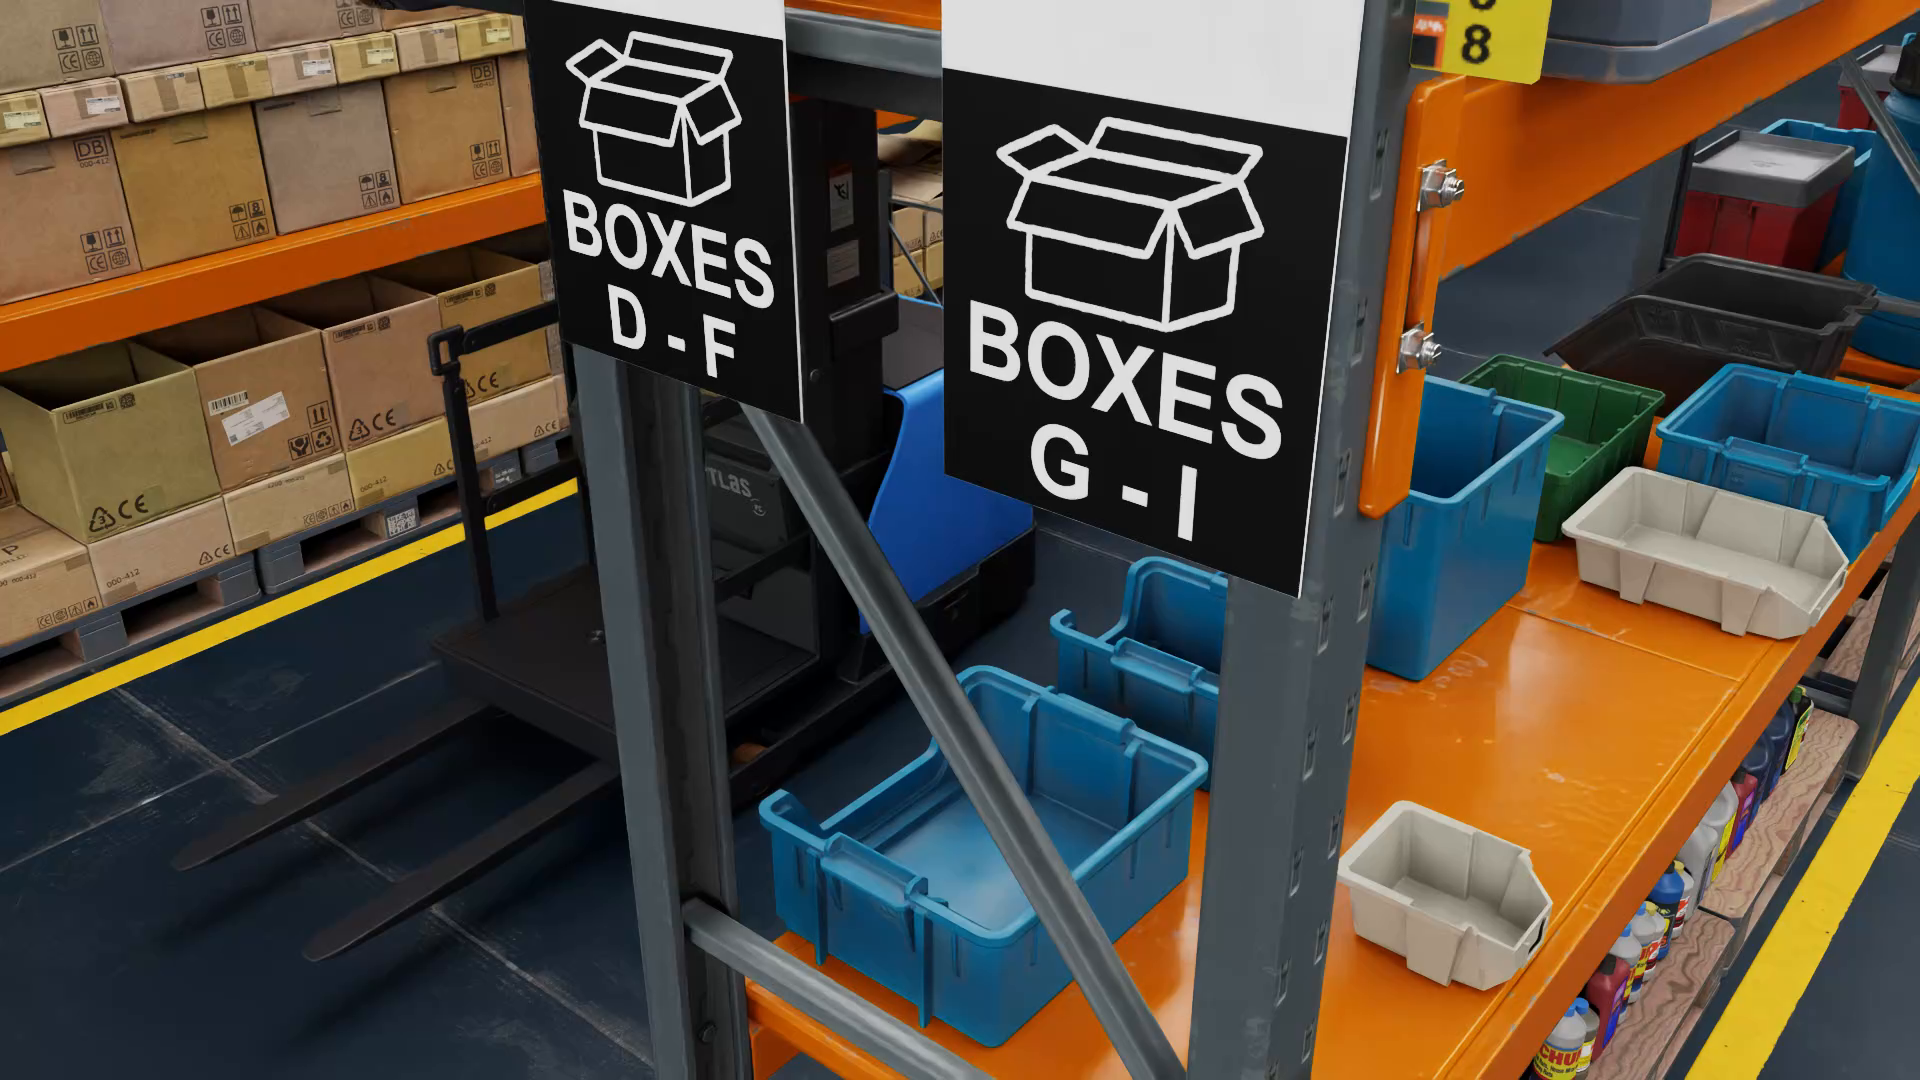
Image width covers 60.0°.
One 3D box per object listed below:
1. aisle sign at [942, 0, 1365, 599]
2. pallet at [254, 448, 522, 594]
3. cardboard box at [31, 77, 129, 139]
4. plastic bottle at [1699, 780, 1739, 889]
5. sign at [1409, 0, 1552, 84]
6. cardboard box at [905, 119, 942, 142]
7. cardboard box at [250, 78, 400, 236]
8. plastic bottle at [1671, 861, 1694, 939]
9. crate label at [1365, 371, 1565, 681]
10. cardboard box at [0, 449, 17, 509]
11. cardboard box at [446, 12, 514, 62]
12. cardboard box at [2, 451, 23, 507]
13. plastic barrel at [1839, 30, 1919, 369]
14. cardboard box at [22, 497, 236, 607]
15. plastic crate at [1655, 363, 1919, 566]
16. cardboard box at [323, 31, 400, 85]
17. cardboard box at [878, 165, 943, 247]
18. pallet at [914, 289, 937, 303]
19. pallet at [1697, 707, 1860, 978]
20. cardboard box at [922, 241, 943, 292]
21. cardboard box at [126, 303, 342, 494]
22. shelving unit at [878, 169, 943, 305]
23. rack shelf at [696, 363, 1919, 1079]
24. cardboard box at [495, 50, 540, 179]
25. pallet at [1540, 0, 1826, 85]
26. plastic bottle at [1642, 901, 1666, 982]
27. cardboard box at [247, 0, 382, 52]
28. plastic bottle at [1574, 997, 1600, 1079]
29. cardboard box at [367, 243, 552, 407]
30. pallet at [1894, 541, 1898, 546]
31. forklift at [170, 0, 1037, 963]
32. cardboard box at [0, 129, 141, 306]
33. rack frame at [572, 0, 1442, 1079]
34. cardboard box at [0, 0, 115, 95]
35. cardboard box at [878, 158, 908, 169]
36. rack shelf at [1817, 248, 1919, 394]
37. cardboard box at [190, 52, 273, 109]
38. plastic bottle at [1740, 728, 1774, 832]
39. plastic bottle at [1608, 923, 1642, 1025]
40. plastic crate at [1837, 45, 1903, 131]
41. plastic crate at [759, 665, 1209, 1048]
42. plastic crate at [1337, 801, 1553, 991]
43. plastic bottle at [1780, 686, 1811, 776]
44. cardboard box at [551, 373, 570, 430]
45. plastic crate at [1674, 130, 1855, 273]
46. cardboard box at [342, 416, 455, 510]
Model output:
[{"bbox_3d":[0.137,-0.358,1.348,0.394,0.787,0.004,21,34,34],"label":"aisle sign"},{"bbox_3d":[-2.632,-0.239,6.982,1.003,0.211,1.213,21,34,34],"label":"pallet"},{"bbox_3d":[-2.959,-1.443,5.460,0.380,0.149,0.250,20,34,34],"label":"cardboard box"},{"bbox_3d":[1.987,0.744,4.452,0.144,0.351,0.185,21,34,34],"label":"plastic bottle"},{"bbox_3d":[0.379,-0.488,1.155,0.100,0.325,0.005,21,34,34],"label":"sign"},{"bbox_3d":[0.012,-2.345,9.944,0.500,0.311,0.500,20,33,33],"label":"cardboard box"},{"bbox_3d":[-2.573,-1.519,6.313,0.700,0.500,0.500,22,35,36],"label":"cardboard box"},{"bbox_3d":[1.826,0.916,4.281,0.097,0.201,0.097,0,27,0],"label":"plastic bottle"},{"bbox_3d":[0.919,-0.062,3.566,0.502,0.435,0.616,21,34,34],"label":"crate label"},{"bbox_3d":[-3.751,-0.339,5.860,0.500,0.500,0.500,21,34,34],"label":"cardboard box"},{"bbox_3d":[-1.975,-1.995,6.527,0.380,0.149,0.250,21,34,34],"label":"cardboard box"},{"bbox_3d":[-3.441,-0.186,6.380,0.500,0.250,0.500,21,34,34],"label":"cardboard box"},{"bbox_3d":[2.981,-1.004,4.880,0.600,0.901,0.708,21,34,34],"label":"plastic barrel"},{"bbox_3d":[-3.035,-0.032,6.083,0.500,0.250,0.500,21,34,34],"label":"cardboard box"},{"bbox_3d":[2.007,-0.195,4.024,0.499,0.251,0.616,21,34,34],"label":"plastic crate"},{"bbox_3d":[-2.302,-1.810,6.170,0.380,0.149,0.250,22,35,36],"label":"cardboard box"},{"bbox_3d":[-0.213,-1.829,8.947,0.500,0.311,0.500,19,33,33],"label":"cardboard box"},{"bbox_3d":[-0.880,-1.216,8.870,1.003,0.211,1.213,21,34,34],"label":"pallet"},{"bbox_3d":[2.042,0.732,5.105,1.003,0.211,1.213,21,34,34],"label":"pallet"},{"bbox_3d":[-0.217,-1.583,9.080,0.500,0.250,0.500,20,33,33],"label":"cardboard box"},{"bbox_3d":[-2.725,-0.546,6.259,0.500,0.500,0.500,21,34,34],"label":"cardboard box"},{"bbox_3d":[0.210,-0.814,6.690,0.538,1.500,1.048,19,33,32],"label":"shelving unit"},{"bbox_3d":[1.229,0.296,3.696,1.077,0.370,4.000,21,34,34],"label":"rack shelf"},{"bbox_3d":[-1.926,-1.878,7.007,0.700,0.500,0.500,20,34,34],"label":"cardboard box"},{"bbox_3d":[0.559,-0.827,2.026,1.003,0.211,1.213,21,34,34],"label":"pallet"},{"bbox_3d":[1.695,0.989,4.140,0.097,0.201,0.097,0,27,0],"label":"plastic bottle"},{"bbox_3d":[-2.553,-2.109,6.042,0.700,0.500,0.500,21,34,34],"label":"cardboard box"},{"bbox_3d":[1.417,1.145,3.839,0.097,0.201,0.097,0,27,0],"label":"plastic bottle"},{"bbox_3d":[-2.087,-0.899,6.943,0.500,0.500,0.500,21,34,34],"label":"cardboard box"},{"bbox_3d":[3.747,-0.218,6.942,1.003,0.211,1.213,21,34,34],"label":"pallet"},{"bbox_3d":[-0.996,-0.686,4.886,1.130,2.935,3.031,19,33,32],"label":"forklift"},{"bbox_3d":[-3.226,-1.157,5.613,0.700,0.500,0.500,22,34,36],"label":"cardboard box"},{"bbox_3d":[-0.040,0.687,2.158,0.949,2.616,0.053,21,34,34],"label":"rack frame"},{"bbox_3d":[-3.192,-1.753,5.352,0.700,0.500,0.500,20,33,33],"label":"cardboard box"},{"bbox_3d":[-0.637,-1.986,9.249,0.500,0.311,0.500,21,34,34],"label":"cardboard box"},{"bbox_3d":[3.773,-1.122,6.437,1.077,0.370,4.000,21,34,34],"label":"rack shelf"},{"bbox_3d":[-2.629,-1.629,5.820,0.380,0.149,0.250,20,34,34],"label":"cardboard box"},{"bbox_3d":[2.192,0.629,4.673,0.144,0.351,0.185,19,33,32],"label":"plastic bottle"},{"bbox_3d":[1.569,1.029,3.987,0.097,0.271,0.097,0,27,0],"label":"plastic bottle"},{"bbox_3d":[3.782,-1.696,6.693,0.402,0.464,0.583,21,34,34],"label":"plastic crate"},{"bbox_3d":[0.045,0.487,2.706,0.499,0.251,0.616,21,34,34],"label":"plastic crate"},{"bbox_3d":[0.775,0.580,2.652,0.298,0.136,0.250,21,34,34],"label":"plastic crate"},{"bbox_3d":[2.450,0.546,4.908,0.061,0.283,0.133,23,35,37],"label":"plastic bottle"},{"bbox_3d":[-1.770,-0.744,7.459,0.500,0.250,0.500,21,34,34],"label":"cardboard box"},{"bbox_3d":[2.573,-1.022,5.391,0.402,0.464,0.583,21,34,34],"label":"plastic crate"},{"bbox_3d":[-2.395,-0.385,6.765,0.500,0.250,0.500,21,34,34],"label":"cardboard box"}]
